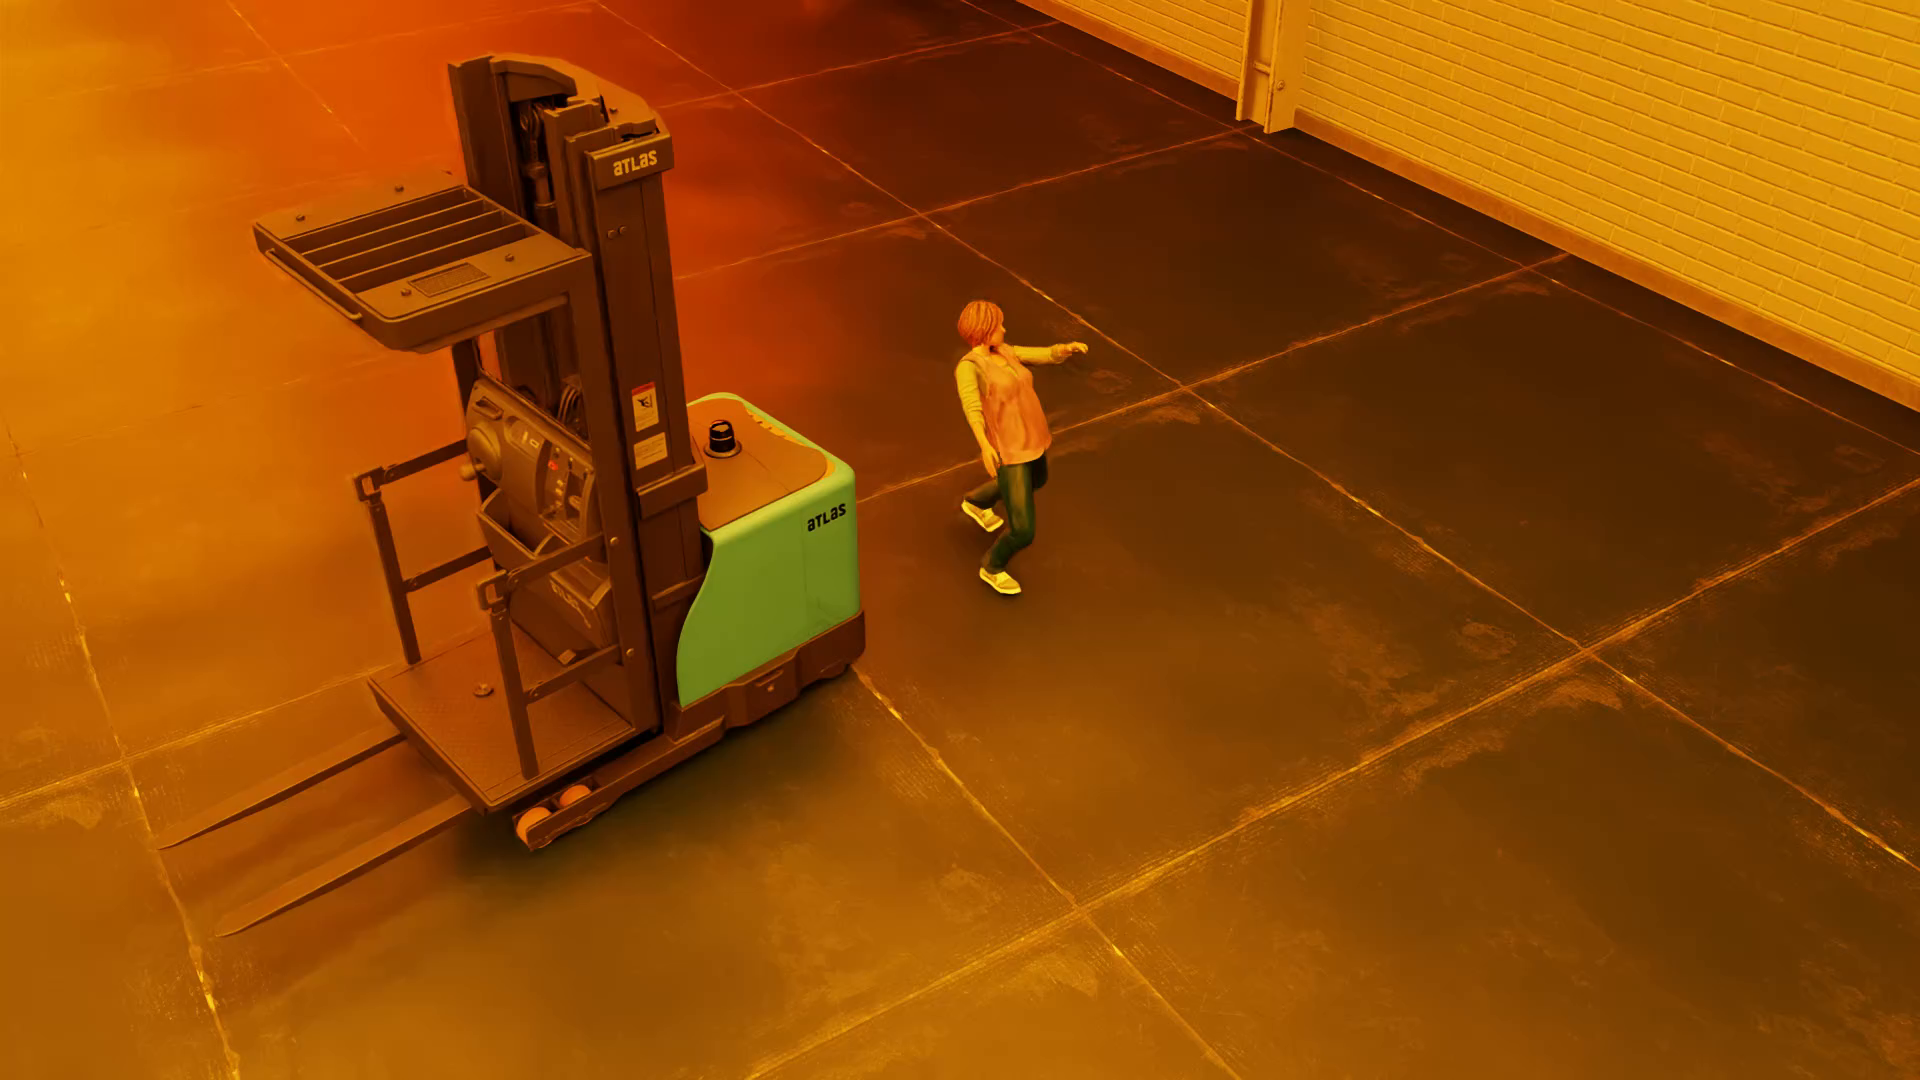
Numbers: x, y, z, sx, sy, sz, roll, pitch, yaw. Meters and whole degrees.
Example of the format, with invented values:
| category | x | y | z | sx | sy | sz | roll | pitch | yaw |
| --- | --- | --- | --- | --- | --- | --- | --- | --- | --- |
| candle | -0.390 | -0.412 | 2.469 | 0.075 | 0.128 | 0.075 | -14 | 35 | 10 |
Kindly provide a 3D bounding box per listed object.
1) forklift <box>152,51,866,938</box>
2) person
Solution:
| category | x | y | z | sx | sy | sz | roll | pitch | yaw |
| --- | --- | --- | --- | --- | --- | --- | --- | --- | --- |
| forklift | -1.872 | -0.265 | 6.525 | 3.031 | 2.935 | 1.130 | -28 | 44 | -34 |
| person | 0.223 | -0.367 | 8.009 | 0.710 | 1.380 | 0.892 | 11 | 37 | 15 |
